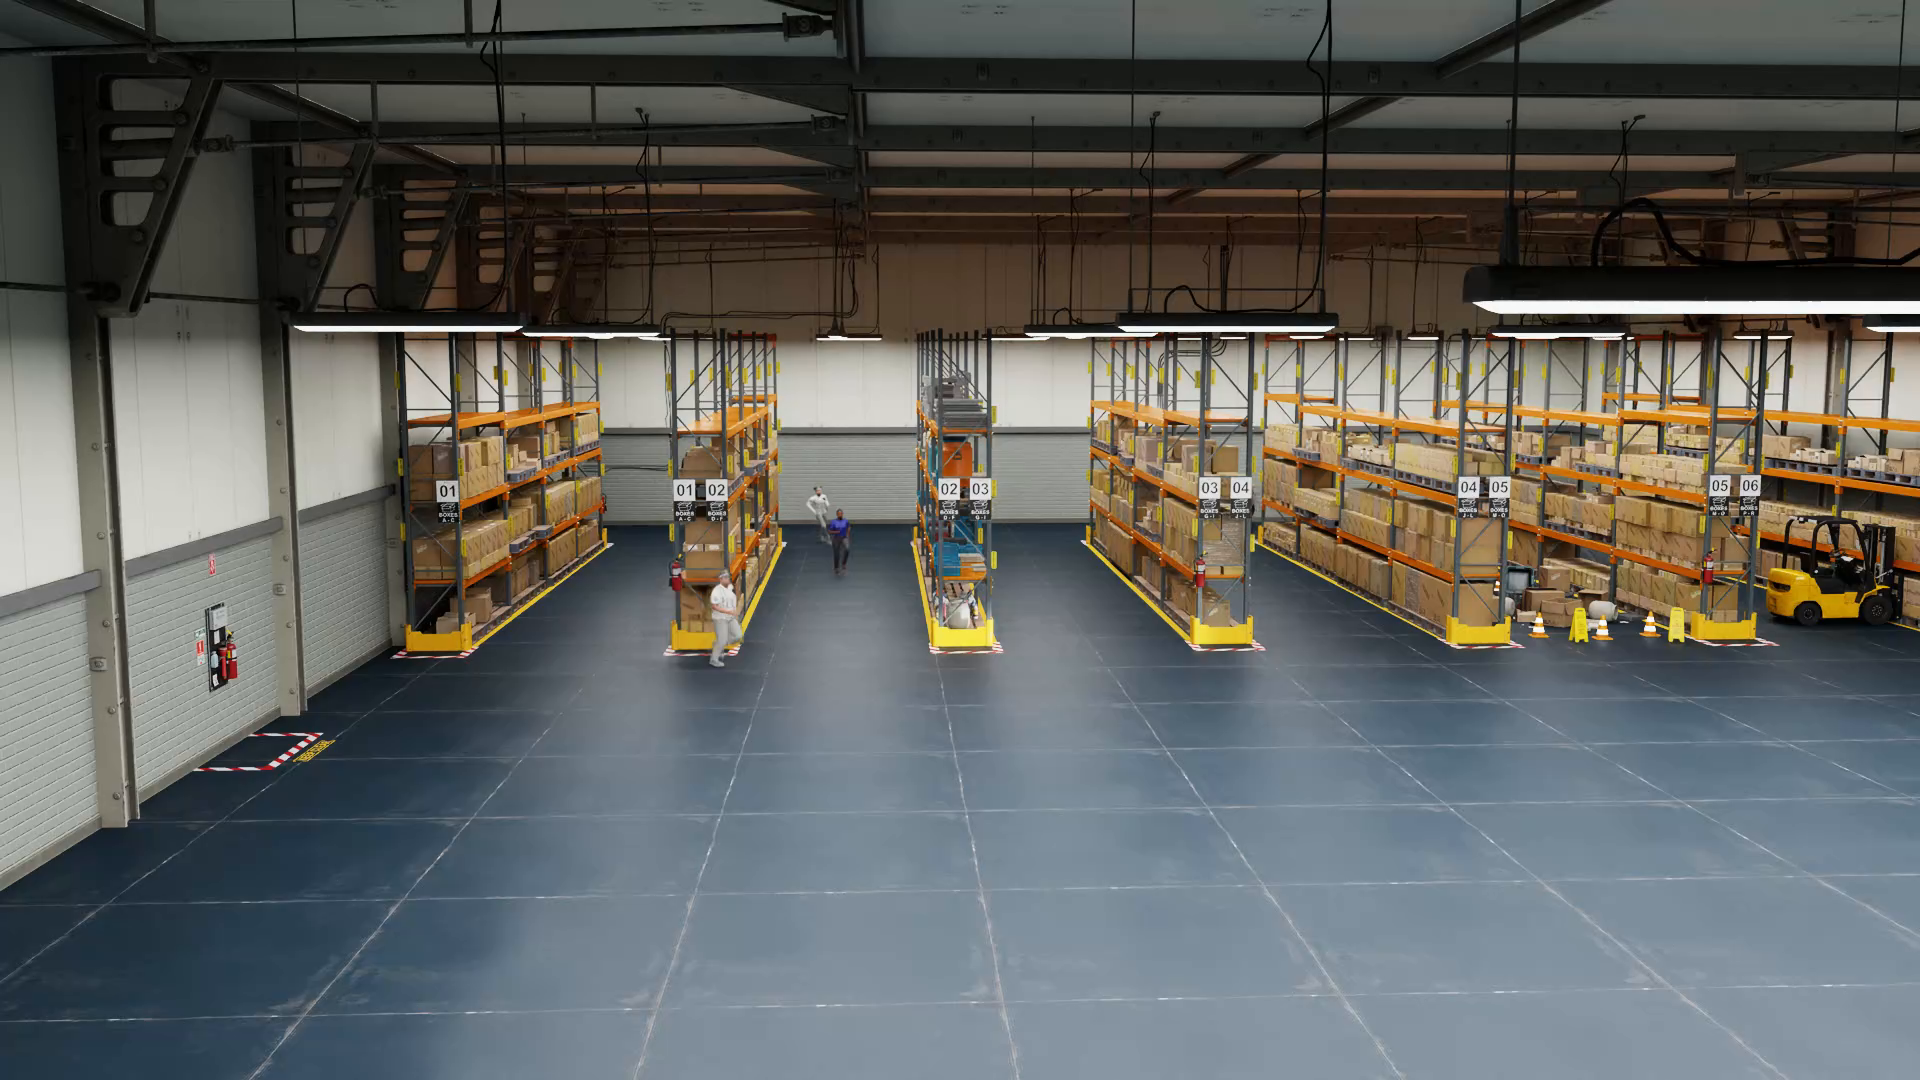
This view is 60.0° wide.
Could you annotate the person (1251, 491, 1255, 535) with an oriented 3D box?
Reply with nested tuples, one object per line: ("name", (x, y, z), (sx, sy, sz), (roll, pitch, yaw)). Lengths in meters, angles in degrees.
("person", (8.503, -0.870, 49.099), (0.630, 1.661, 0.784), (-3, 7, -20))

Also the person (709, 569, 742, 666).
("person", (-4.145, 1.379, 29.594), (0.680, 1.734, 0.699), (4, 8, 31))

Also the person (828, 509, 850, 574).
("person", (-2.946, 0.053, 40.789), (0.575, 1.641, 0.910), (-1, 7, -11))

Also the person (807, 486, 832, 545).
("person", (-4.023, -0.716, 47.656), (0.623, 1.703, 0.795), (-5, 8, -36))
